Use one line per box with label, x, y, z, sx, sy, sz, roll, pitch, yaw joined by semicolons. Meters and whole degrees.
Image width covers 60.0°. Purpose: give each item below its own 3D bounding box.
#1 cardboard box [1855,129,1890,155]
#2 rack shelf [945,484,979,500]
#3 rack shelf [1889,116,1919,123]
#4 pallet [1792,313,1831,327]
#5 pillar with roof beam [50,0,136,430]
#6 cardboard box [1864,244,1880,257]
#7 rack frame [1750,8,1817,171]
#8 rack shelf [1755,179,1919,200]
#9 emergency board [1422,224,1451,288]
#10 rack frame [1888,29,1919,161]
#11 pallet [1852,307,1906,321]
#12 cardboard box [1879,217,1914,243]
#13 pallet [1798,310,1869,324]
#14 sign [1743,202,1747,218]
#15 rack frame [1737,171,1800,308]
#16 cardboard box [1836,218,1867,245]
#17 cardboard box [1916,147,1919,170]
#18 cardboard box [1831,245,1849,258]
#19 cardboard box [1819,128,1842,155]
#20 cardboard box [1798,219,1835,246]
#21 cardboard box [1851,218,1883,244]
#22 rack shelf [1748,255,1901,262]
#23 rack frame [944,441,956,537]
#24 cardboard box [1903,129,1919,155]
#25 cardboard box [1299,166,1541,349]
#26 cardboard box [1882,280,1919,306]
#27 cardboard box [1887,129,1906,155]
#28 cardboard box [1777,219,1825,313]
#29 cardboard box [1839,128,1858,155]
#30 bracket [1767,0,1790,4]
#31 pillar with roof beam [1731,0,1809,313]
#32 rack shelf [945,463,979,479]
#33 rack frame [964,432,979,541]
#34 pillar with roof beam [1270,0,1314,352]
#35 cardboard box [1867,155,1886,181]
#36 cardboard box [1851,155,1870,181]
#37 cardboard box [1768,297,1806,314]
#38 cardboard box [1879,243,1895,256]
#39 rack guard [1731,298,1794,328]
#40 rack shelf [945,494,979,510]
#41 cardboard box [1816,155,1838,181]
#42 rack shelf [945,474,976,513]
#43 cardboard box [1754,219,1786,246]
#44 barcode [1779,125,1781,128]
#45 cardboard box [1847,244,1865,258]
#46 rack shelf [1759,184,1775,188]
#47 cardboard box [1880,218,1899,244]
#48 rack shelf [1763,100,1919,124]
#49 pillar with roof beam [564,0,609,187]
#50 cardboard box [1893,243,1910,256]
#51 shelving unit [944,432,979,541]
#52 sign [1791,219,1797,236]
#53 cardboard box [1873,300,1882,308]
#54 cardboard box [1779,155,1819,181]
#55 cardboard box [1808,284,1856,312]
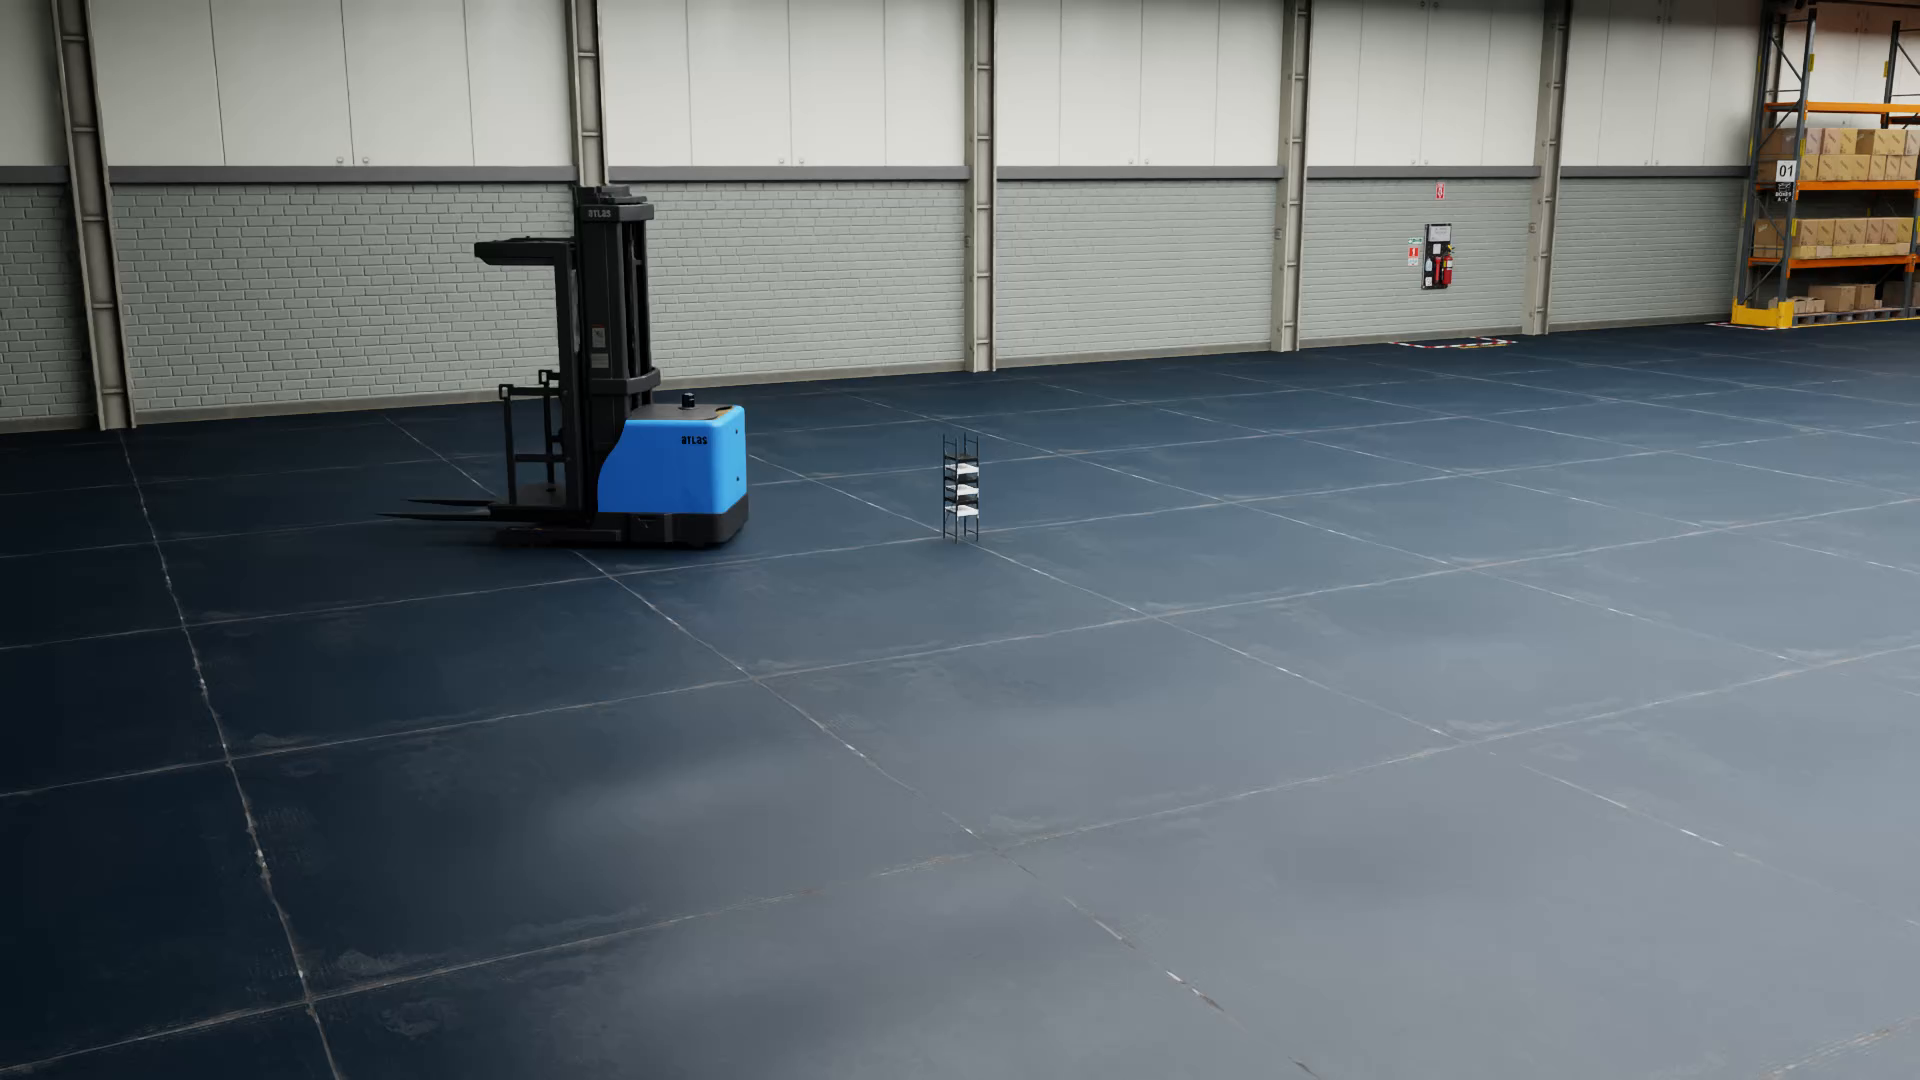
cardboard box;18.180;-7.954;33.239;0.500;0.500;0.500;-7;15;-30
rack shelf;0.007;-0.407;14.021;0.200;0.077;0.258;-7;14;-28
rack shelf;21.175;-8.853;35.054;3.809;0.124;0.919;-7;14;-28
pallet;16.705;-4.472;33.497;1.213;0.211;1.003;-7;14;-28
pillar with roof beam;-8.161;-4.927;15.505;0.400;9.000;9.100;-7;14;-28
cardboard box;18.274;-5.888;33.735;0.500;0.250;0.500;-7;14;-28
rack frame;15.909;-8.672;32.147;0.127;3.000;1.000;-7;14;-28
rack shelf;17.664;-7.068;33.491;4.000;0.370;1.077;-7;14;-28
emergency board;8.627;-5.103;29.951;0.585;1.158;0.155;-7;14;-28
rack frame;19.421;-9.092;34.014;0.053;2.616;0.949;-7;14;-28
pallet;18.847;-4.728;34.638;1.213;0.211;1.003;-7;14;-28
cardboard box;19.153;-6.359;34.122;0.500;0.500;0.500;-7;14;-28
pallet;17.775;-4.599;34.064;1.213;0.211;1.003;-7;14;-28
sign;25.773;-5.995;26.807;11.725;1.973;20.841;-7;14;-28
rack frame;15.909;-5.745;32.806;0.127;3.000;1.000;-7;14;-28
cardboard box;17.814;-6.200;33.414;0.500;0.500;0.500;-6;14;-26
cardboard box;19.938;-7.925;34.477;0.500;0.500;0.500;-5;13;-20
cardboard box;17.388;-5.782;33.265;0.500;0.250;0.500;-7;15;-29
cardboard box;16.828;-7.792;32.517;0.500;0.500;0.500;-7;14;-29
cardboard box;16.910;-6.090;32.926;0.500;0.500;0.500;-7;14;-28
cardboard box;18.270;-6.255;33.658;0.500;0.500;0.500;-7;15;-29
rack shelf;17.664;-5.735;33.791;3.809;0.052;0.919;-7;14;-28
rack frame;-0.082;-0.429;13.966;0.003;0.785;0.228;-7;14;-28
cardboard box;19.110;-8.071;33.757;0.550;0.500;0.550;-7;14;-27
cardboard box;17.589;-3.166;20.555;14.073;3.347;25.570;-7;14;-27
cardboard box;20.058;-5.242;35.260;0.500;0.500;0.700;-6;14;-26
cardboard box;25.642;-5.667;26.837;7.127;2.151;19.182;-6;14;-25
cardboard box;16.760;-5.445;33.112;1.284;1.840;0.795;-6;14;-23
cardboard box;17.272;-7.848;32.766;0.500;0.500;0.500;-6;14;-26
bracket;15.914;-10.556;32.322;0.430;0.232;0.235;-7;14;-28
pillar with roof beam;18.171;-8.083;29.529;0.548;9.000;9.100;-7;14;-28
rack shelf;0.007;-0.583;13.982;0.200;0.077;0.258;-7;14;-28
rack frame;0.096;-0.451;14.062;0.006;0.900;0.240;-7;14;-28
pillar with roof beam;7.638;-6.820;23.919;0.400;9.000;9.100;-7;14;-28
cardboard box;18.176;-7.471;33.369;0.500;0.500;0.500;-7;15;-30
cardboard box;17.724;-7.420;33.141;0.500;0.500;0.500;-6;14;-24
cardboard box;16.559;-4.704;33.299;0.500;0.311;0.500;-9;15;-34
cardboard box;18.708;-5.944;33.983;0.500;0.250;0.500;-7;14;-28
rack guard;15.975;-4.534;33.116;0.348;0.500;1.175;-7;14;-28
rack shelf;0.007;-0.320;14.041;0.200;0.077;0.258;-7;14;-28
cardboard box;16.810;-7.304;32.626;0.500;0.500;0.500;-6;14;-24
rack shelf;0.007;-0.391;14.025;0.190;0.281;0.221;-7;14;-28
cardboard box;16.220;-6.138;33.140;0.500;0.500;0.500;-7;14;-28
barcode;16.292;-8.209;33.050;0.075;0.075;0.001;-7;14;-28
cardboard box;17.833;-5.835;33.499;0.500;0.250;0.500;-7;14;-27
rack shelf;17.664;-7.138;33.475;3.687;0.071;0.831;-7;14;-28
cardboard box;18.717;-6.306;33.884;0.500;0.500;0.500;-7;14;-28
rack shelf;17.664;-8.530;33.162;4.000;0.370;1.077;-7;14;-28
pillar with roof beam;-2.894;-5.558;18.310;0.400;9.000;9.100;-7;14;-28
cardboard box;19.149;-5.994;34.209;0.500;0.250;0.500;-7;14;-28
shelving unit;0.008;-0.440;14.015;0.208;0.900;0.258;-7;14;-28
sign;16.169;-6.063;32.247;0.005;0.325;0.100;-7;14;-28
cardboard box;18.964;-4.936;34.663;0.250;0.166;0.380;-9;16;-35
cardboard box;16.322;-7.254;32.406;0.500;0.500;0.500;-6;14;-26
cardboard box;17.727;-4.923;33.845;0.500;0.500;0.700;-8;15;-31
